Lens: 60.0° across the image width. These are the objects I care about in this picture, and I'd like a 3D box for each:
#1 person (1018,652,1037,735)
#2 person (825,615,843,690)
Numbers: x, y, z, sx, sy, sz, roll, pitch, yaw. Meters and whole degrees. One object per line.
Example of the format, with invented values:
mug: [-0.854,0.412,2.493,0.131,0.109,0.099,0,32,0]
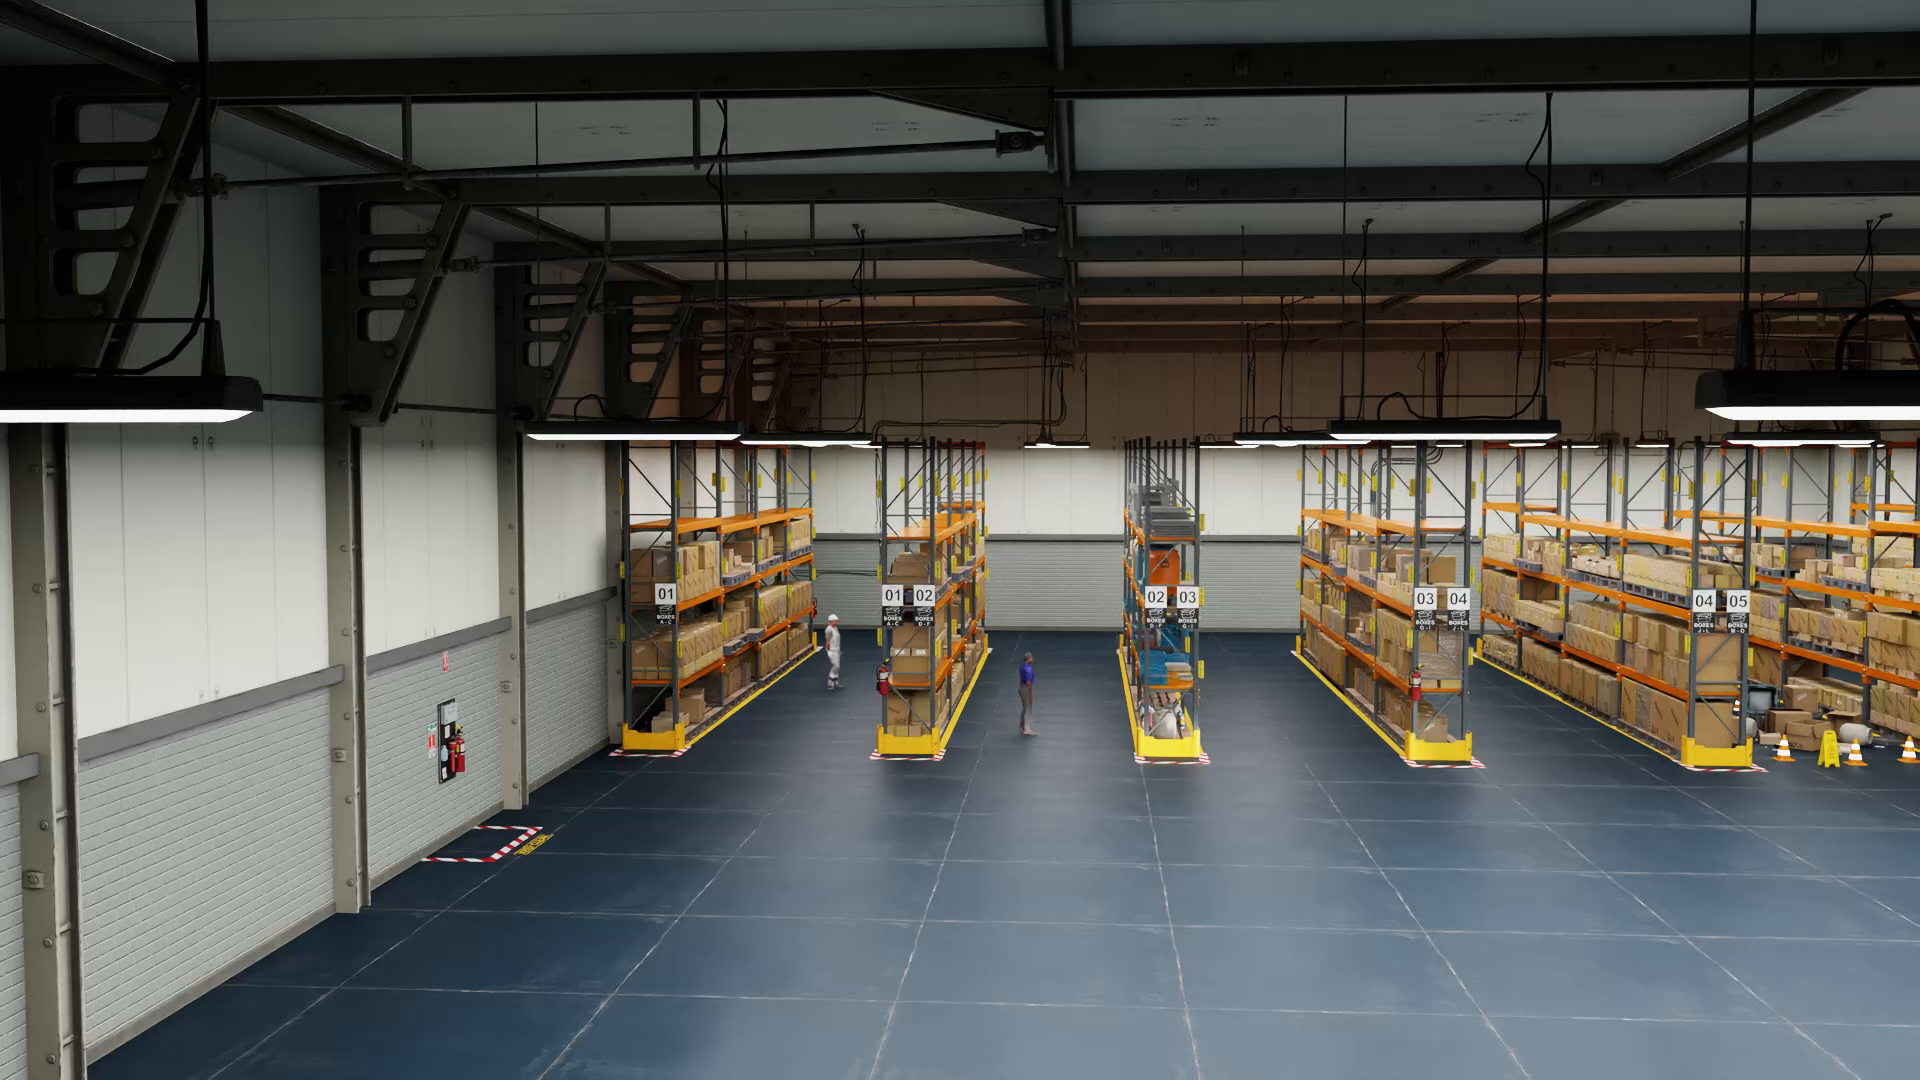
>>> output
person: [1.365,3.142,33.666,0.320,1.730,0.525,-1,3,-14]
person: [-3.025,2.715,40.127,0.394,1.839,0.579,1,3,13]
